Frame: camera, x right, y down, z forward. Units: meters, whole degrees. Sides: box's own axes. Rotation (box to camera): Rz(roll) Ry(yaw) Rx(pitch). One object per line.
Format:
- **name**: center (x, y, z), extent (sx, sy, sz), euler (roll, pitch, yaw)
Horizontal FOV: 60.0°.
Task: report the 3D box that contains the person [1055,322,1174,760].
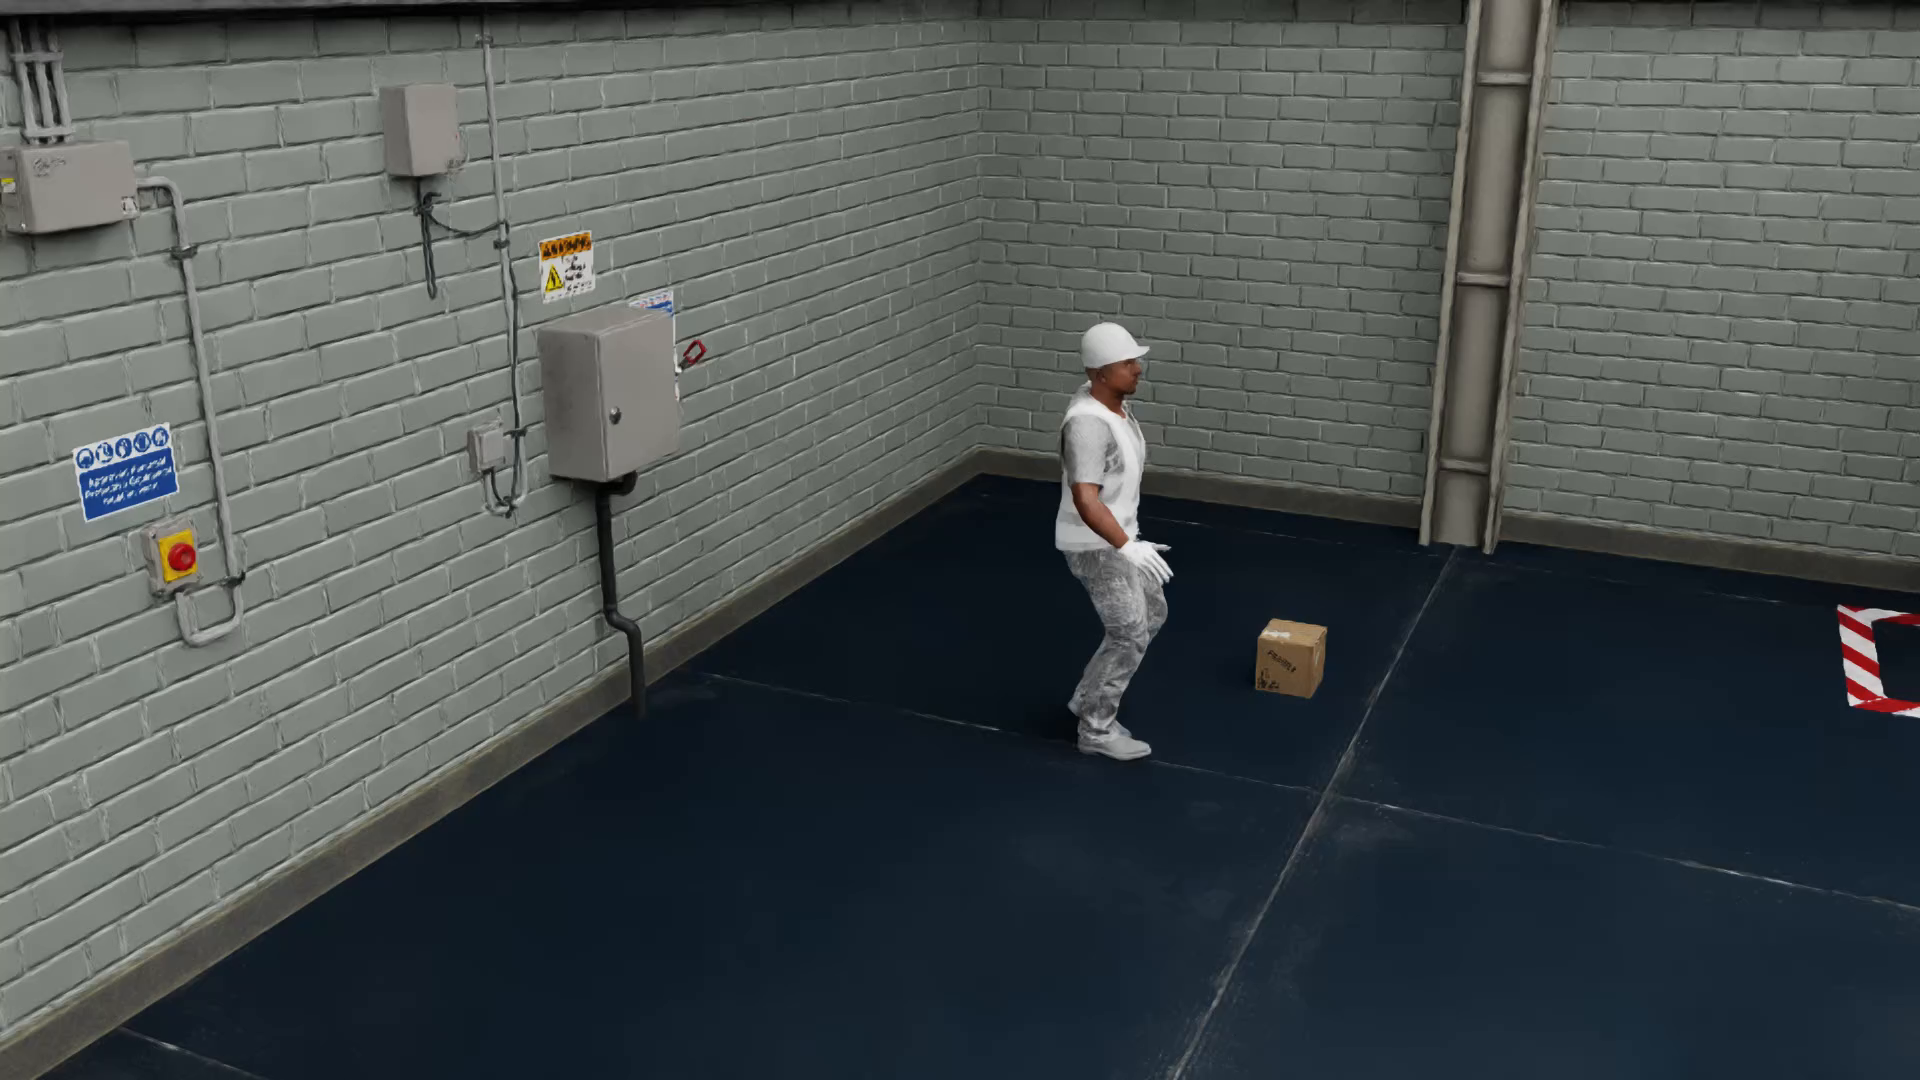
- **person**: center (0.617, 0.015, 6.609), extent (0.484, 1.762, 0.743), euler (3, 19, 8)
